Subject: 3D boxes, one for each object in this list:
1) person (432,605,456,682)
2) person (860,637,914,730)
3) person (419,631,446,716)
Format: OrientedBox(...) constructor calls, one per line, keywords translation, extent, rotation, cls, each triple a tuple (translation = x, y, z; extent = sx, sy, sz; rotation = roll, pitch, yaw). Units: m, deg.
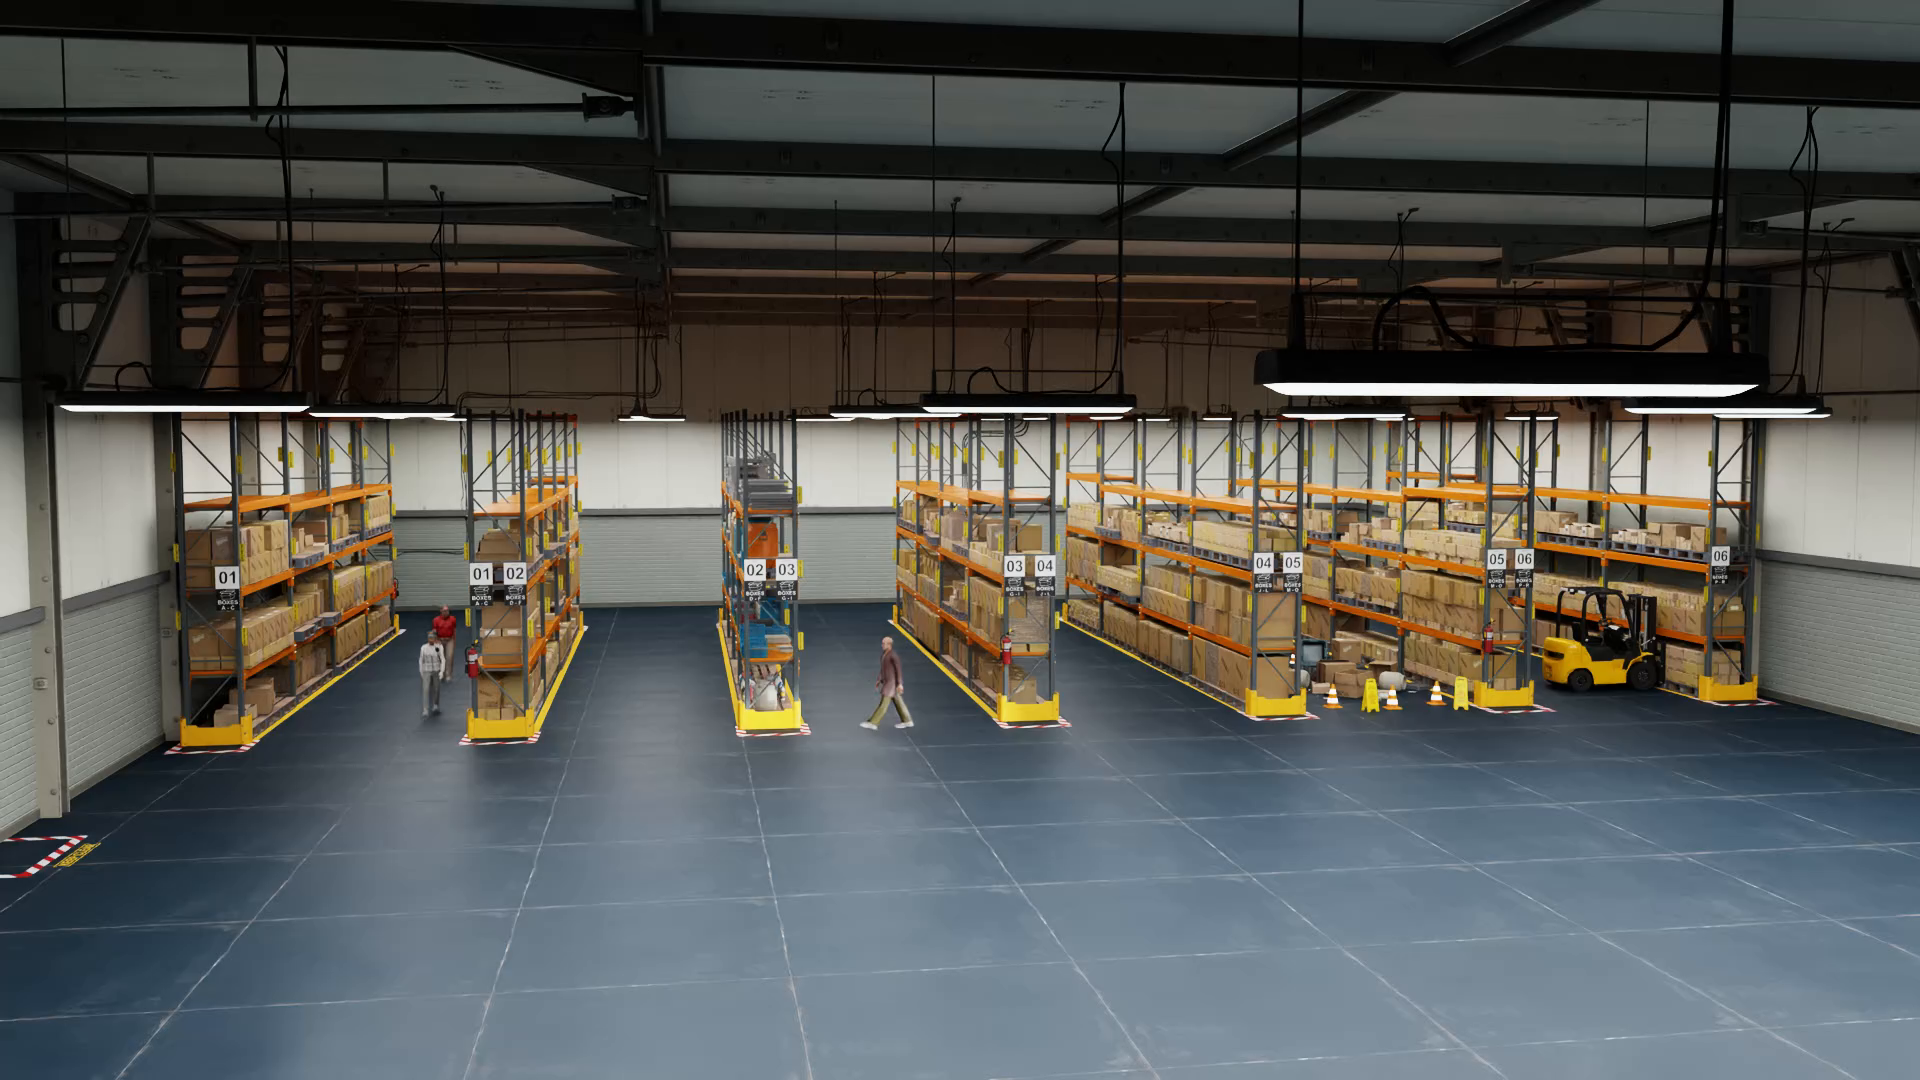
OrientedBox(translation=(-11.483, 2.286, 37.077), extent=(0.528, 1.673, 0.978), rotation=(-2, 4, -22), cls="person")
OrientedBox(translation=(-1.386, 2.718, 30.997), extent=(1.097, 1.631, 0.609), rotation=(-1, 4, -17), cls="person")
OrientedBox(translation=(-10.392, 2.599, 32.773), extent=(0.497, 1.628, 0.941), rotation=(-2, 4, -21), cls="person")
